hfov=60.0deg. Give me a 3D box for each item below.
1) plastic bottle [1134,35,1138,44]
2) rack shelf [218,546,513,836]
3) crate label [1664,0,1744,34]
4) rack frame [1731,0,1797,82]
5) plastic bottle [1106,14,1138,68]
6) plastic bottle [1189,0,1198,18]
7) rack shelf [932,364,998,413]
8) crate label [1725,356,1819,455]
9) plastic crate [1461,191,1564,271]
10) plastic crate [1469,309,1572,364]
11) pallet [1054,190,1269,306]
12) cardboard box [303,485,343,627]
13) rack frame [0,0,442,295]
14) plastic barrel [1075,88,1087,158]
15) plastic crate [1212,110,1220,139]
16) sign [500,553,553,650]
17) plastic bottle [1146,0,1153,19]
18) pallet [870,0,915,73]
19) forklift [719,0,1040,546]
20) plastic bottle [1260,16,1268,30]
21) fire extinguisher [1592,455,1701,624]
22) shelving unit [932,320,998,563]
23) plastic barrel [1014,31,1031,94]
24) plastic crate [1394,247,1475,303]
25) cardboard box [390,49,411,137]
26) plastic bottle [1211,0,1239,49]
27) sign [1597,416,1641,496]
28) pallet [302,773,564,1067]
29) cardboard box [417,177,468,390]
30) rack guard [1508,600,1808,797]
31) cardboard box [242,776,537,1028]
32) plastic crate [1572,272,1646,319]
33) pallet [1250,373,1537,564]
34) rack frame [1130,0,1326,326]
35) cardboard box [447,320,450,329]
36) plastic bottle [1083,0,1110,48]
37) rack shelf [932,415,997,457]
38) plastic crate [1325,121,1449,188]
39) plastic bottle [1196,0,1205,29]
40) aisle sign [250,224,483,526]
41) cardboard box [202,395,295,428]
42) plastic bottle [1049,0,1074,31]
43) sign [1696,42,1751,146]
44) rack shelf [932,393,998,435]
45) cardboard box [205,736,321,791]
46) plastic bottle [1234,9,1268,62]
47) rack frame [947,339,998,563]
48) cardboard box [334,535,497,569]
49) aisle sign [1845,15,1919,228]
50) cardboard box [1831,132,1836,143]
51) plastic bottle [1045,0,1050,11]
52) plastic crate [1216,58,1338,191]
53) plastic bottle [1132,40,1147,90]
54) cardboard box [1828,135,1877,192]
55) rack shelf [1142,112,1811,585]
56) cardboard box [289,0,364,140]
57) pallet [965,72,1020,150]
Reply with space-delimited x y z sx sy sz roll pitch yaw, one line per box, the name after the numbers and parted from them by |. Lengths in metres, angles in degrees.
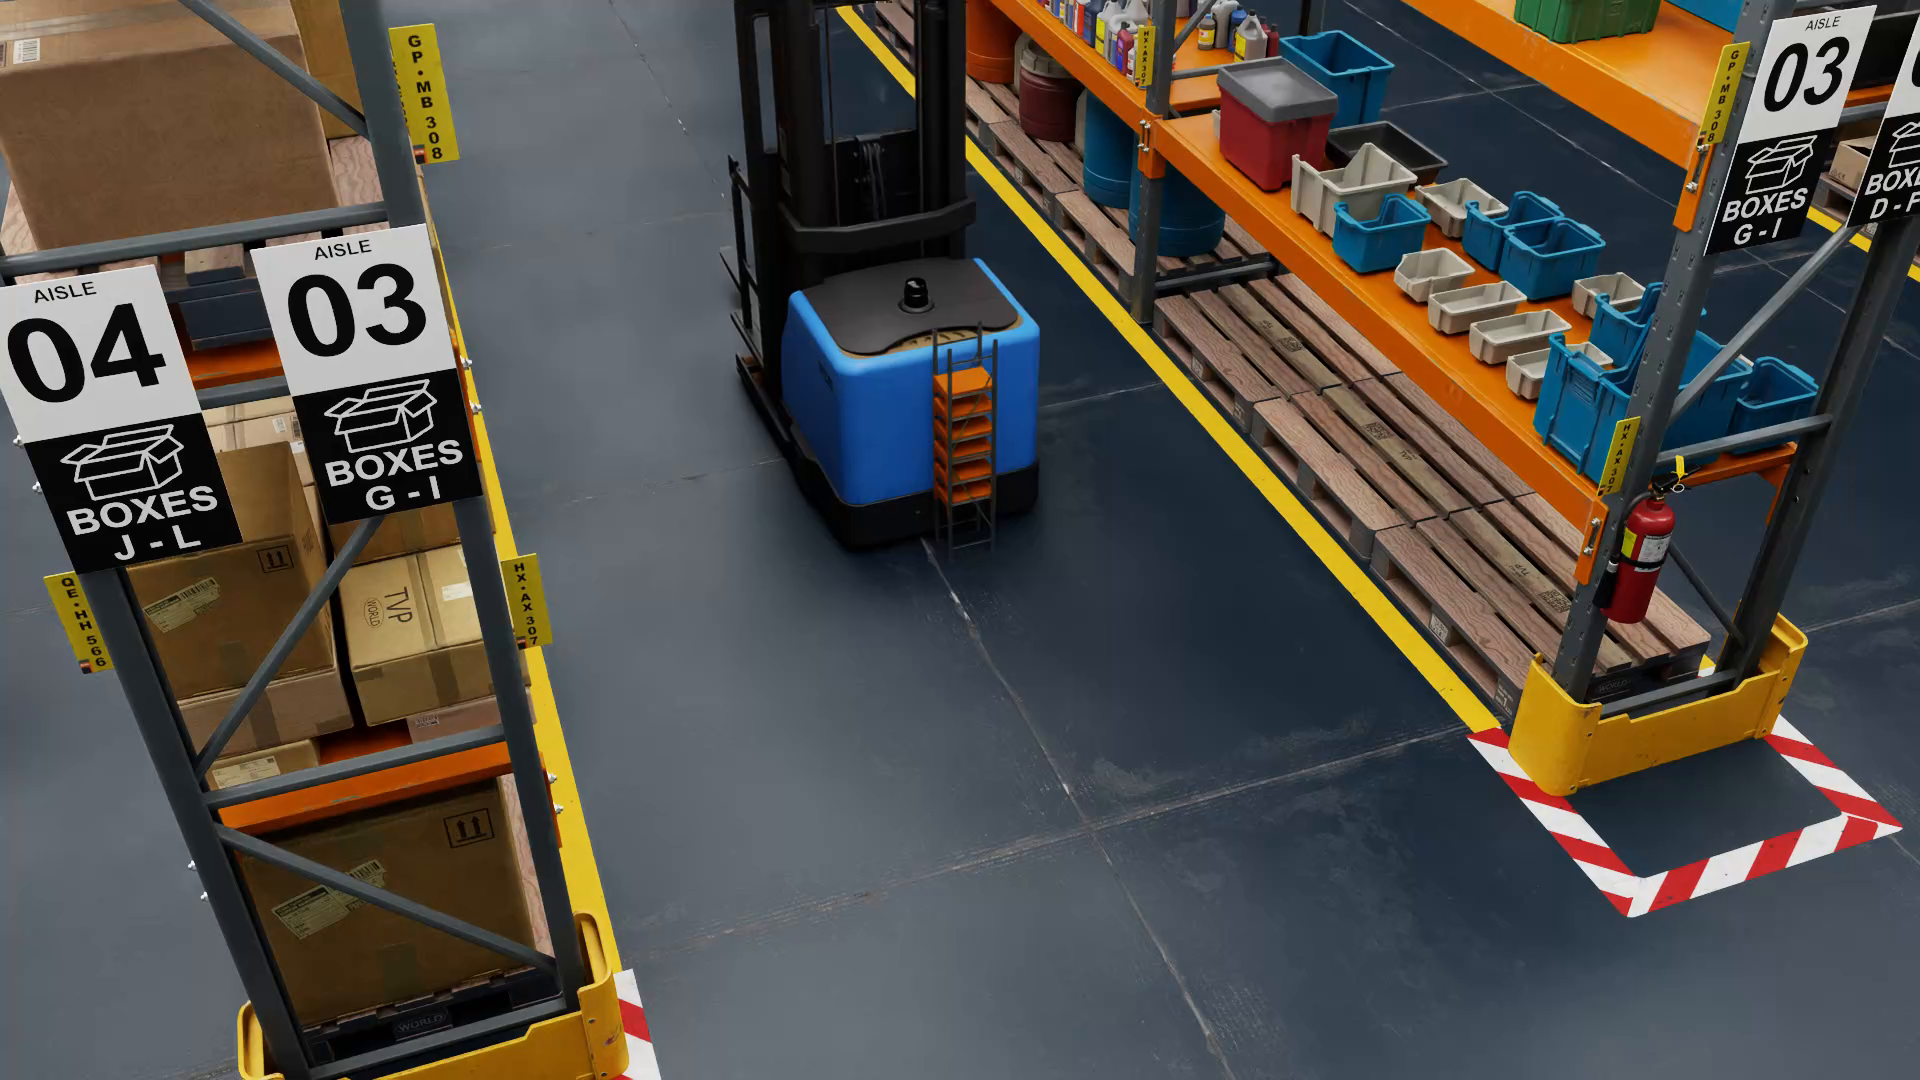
1.025 -2.842 9.695 0.097 0.201 0.097 0 37 0 | plastic bottle
-2.444 -0.253 6.529 0.919 0.124 3.809 -12 39 -16 | rack shelf
2.881 -2.085 6.156 0.408 0.251 0.502 -12 39 -16 | crate label
2.895 -2.755 4.428 1.000 3.000 0.127 -12 39 -16 | rack frame
0.954 -2.930 9.750 0.152 0.276 0.135 -12 39 -16 | plastic bottle
1.487 -3.368 10.326 0.061 0.283 0.133 -12 39 -16 | plastic bottle
0.022 -0.697 7.654 0.258 0.103 0.180 -13 39 -17 | rack shelf
3.119 -0.523 6.540 0.416 0.233 0.303 -12 39 -16 | crate label
2.563 -1.436 7.753 0.416 0.233 0.300 -12 39 -16 | plastic crate
2.358 -0.867 7.077 0.396 0.136 0.243 -12 39 -16 | plastic crate
1.292 -1.949 10.661 1.003 0.211 1.213 -12 39 -16 | pallet
-2.345 0.103 5.498 0.500 0.250 0.500 -13 39 -17 | cardboard box
-1.755 -1.729 3.066 1.000 3.000 0.127 -12 39 -16 | rack frame
0.993 -2.840 11.246 0.421 0.512 0.421 0 37 0 | plastic barrel
1.545 -2.244 8.905 0.396 0.136 0.243 -12 39 -16 | plastic crate
-1.232 0.178 4.735 0.100 0.325 0.005 -12 39 -16 | sign
1.256 -3.400 10.374 0.152 0.276 0.135 -12 39 -16 | plastic bottle
-0.088 -4.209 13.663 1.003 0.211 1.213 -12 39 -16 | pallet
-0.618 -2.028 8.506 1.130 2.935 3.031 -13 39 -17 | forklift
1.747 -2.942 9.760 0.061 0.283 0.133 -12 39 -16 | plastic bottle
2.520 0.001 6.130 0.296 0.674 0.183 -12 39 -16 | fire extinguisher
0.022 -0.445 7.844 0.258 1.200 0.189 -13 39 -17 | shelving unit
0.605 -3.478 12.093 0.421 0.512 0.421 0 37 0 | plastic barrel
2.120 -1.182 7.496 0.298 0.136 0.250 -12 39 -16 | plastic crate
-4.290 -2.777 10.860 1.225 0.875 0.875 -14 39 -18 | cardboard box
1.591 -3.115 9.996 0.152 0.276 0.135 -12 39 -16 | plastic bottle
2.384 -0.300 6.020 0.100 0.325 0.005 -12 39 -16 | sign
-2.104 1.346 6.288 1.003 0.211 1.213 -12 39 -16 | pallet
-3.371 -1.269 8.858 1.225 0.875 0.875 -12 39 -16 | cardboard box
2.915 0.651 6.970 1.175 0.500 0.348 -12 39 -16 | rack guard
-2.051 1.003 5.842 0.875 0.875 0.875 -12 39 -16 | cardboard box
2.853 -1.066 7.341 0.250 0.136 0.298 -12 39 -16 | plastic crate
2.232 -0.406 8.614 1.003 0.211 1.213 -12 39 -16 | pallet
1.519 -2.618 9.232 1.000 3.000 0.127 -12 39 -16 | rack frame
-2.023 -0.592 5.797 0.500 0.500 0.500 -13 39 -17 | cardboard box
0.831 -3.154 9.985 0.144 0.351 0.185 -12 39 -16 | plastic bottle
0.022 -0.506 7.799 0.258 0.103 0.180 -13 39 -17 | rack shelf
2.156 -1.955 8.532 0.437 0.125 0.590 -12 39 -16 | plastic crate
1.510 -3.267 10.259 0.097 0.201 0.097 0 37 0 | plastic bottle
-1.449 -0.393 4.117 0.394 0.787 0.004 -12 39 -16 | aisle sign
-2.704 -0.478 6.269 0.500 0.250 0.500 -12 39 -16 | cardboard box
0.694 -3.357 10.317 0.152 0.276 0.367 -12 39 -16 | plastic bottle
2.384 -1.392 5.198 0.100 0.325 0.005 -12 39 -16 | sign
0.022 -0.602 7.726 0.258 0.103 0.180 -13 39 -17 | rack shelf
-2.187 0.635 5.123 0.380 0.149 0.250 -12 39 -15 | cardboard box
1.688 -2.887 9.631 0.144 0.351 0.185 -12 39 -16 | plastic bottle
0.056 -0.394 7.776 0.240 1.200 0.006 -13 39 -17 | rack frame
-1.852 -0.011 5.649 0.500 0.250 0.500 -13 39 -16 | cardboard box
3.199 -1.417 5.478 0.394 0.787 0.004 -12 39 -16 | aisle sign
5.732 -3.038 11.502 0.500 0.500 0.500 -13 39 -16 | cardboard box
0.588 -3.452 10.505 0.097 0.201 0.097 0 37 0 | plastic bottle
1.590 -2.111 8.457 0.402 0.464 0.583 -12 39 -16 | plastic crate
1.079 -2.724 9.476 0.152 0.276 0.135 -12 39 -16 | plastic bottle
6.112 -2.461 10.893 0.500 0.311 0.500 -12 39 -16 | cardboard box
2.207 -1.201 7.949 1.077 0.370 4.000 -12 39 -16 | rack shelf
-2.065 -1.404 4.612 0.700 0.500 0.500 -14 39 -18 | cardboard box
0.453 -3.327 12.491 1.003 0.211 1.213 -12 39 -16 | pallet
